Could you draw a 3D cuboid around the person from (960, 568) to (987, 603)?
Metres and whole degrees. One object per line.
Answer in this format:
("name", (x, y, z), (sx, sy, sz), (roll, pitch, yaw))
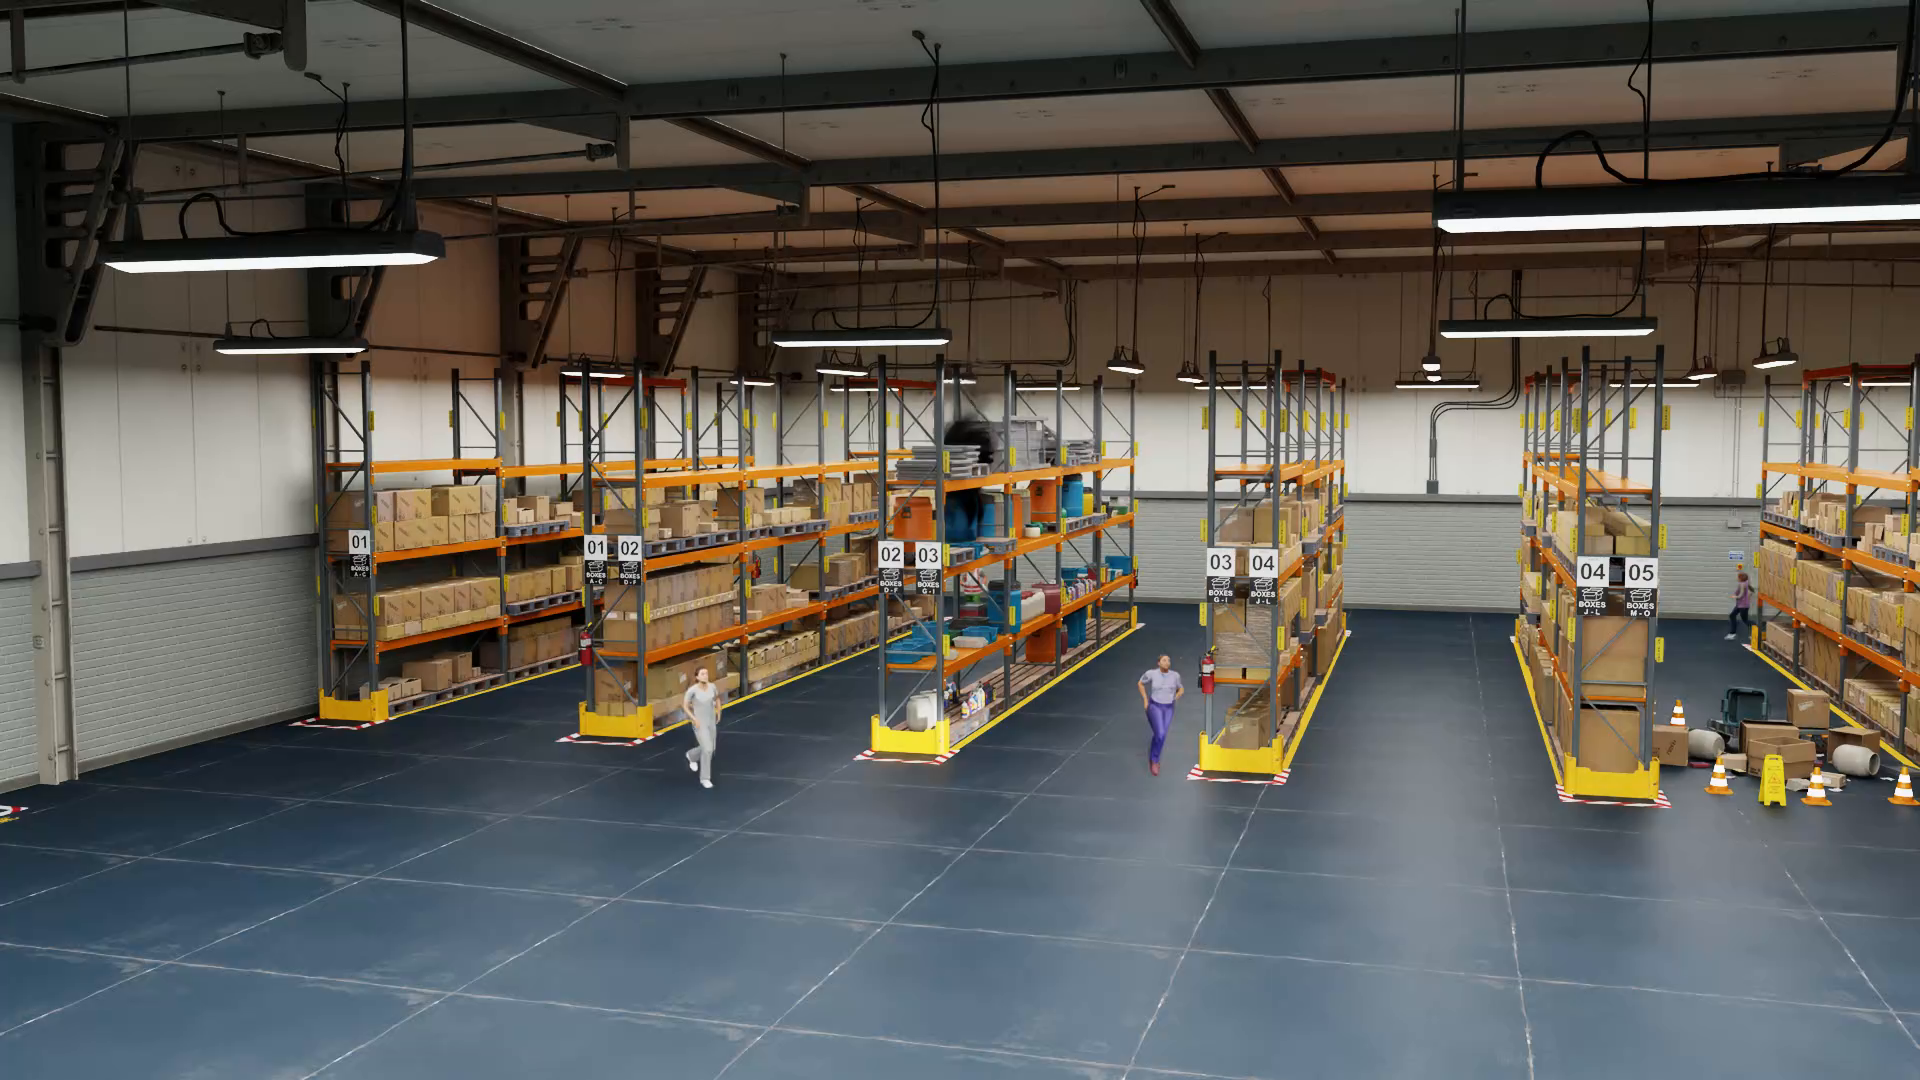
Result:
("person", (0.279, 1.303, 39.111), (0.642, 1.837, 0.880), (1, 4, 9))

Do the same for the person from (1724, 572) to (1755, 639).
("person", (17.793, 1.519, 37.767), (0.758, 1.580, 0.557), (2, 5, 27))

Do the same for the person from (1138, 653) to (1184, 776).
("person", (2.858, 2.436, 23.383), (0.589, 1.681, 0.707), (-1, 4, -17))

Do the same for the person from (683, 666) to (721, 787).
("person", (-3.592, 2.550, 22.992), (0.569, 1.656, 0.698), (-3, 5, -39))
